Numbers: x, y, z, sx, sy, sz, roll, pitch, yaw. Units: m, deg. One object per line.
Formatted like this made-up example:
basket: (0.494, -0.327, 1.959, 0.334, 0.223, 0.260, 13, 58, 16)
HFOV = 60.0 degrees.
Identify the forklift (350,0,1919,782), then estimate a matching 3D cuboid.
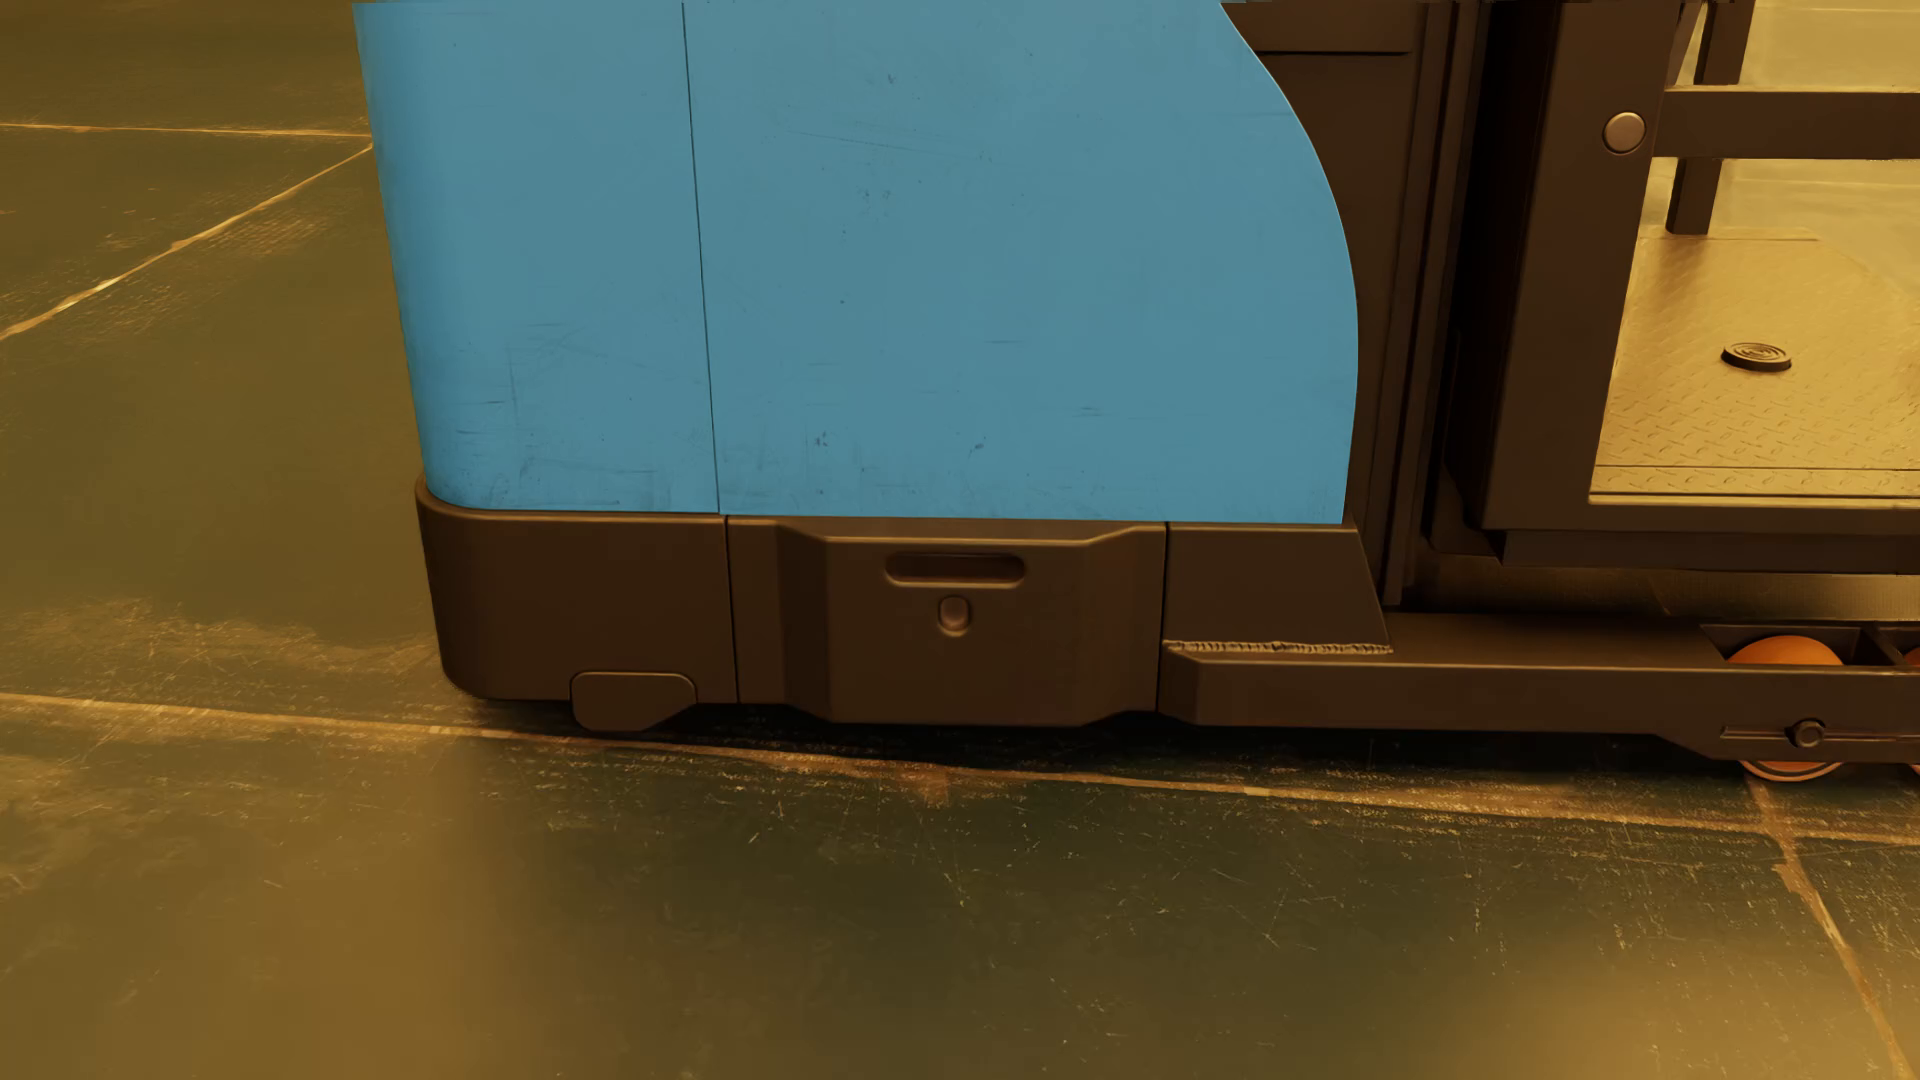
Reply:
forklift: (0.893, -1.270, 1.763, 3.031, 2.935, 1.130, 1, 27, 2)
